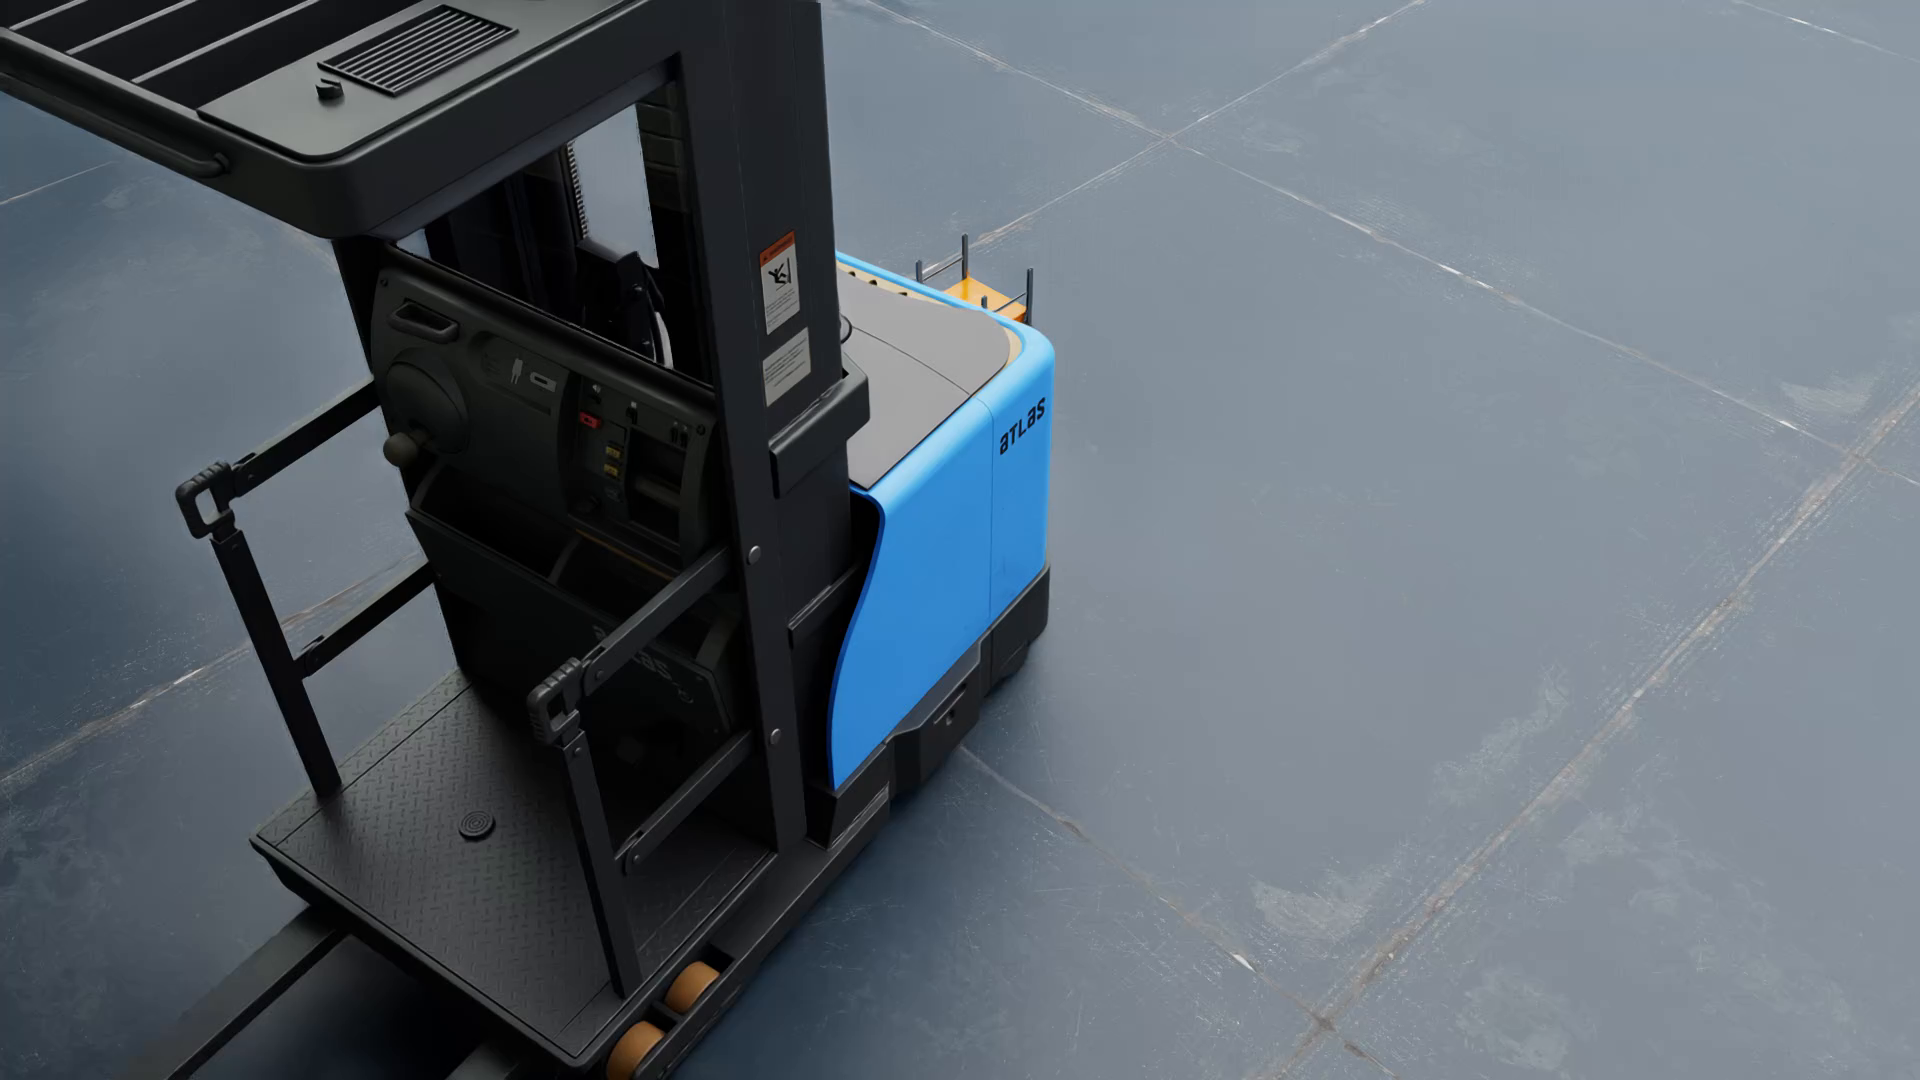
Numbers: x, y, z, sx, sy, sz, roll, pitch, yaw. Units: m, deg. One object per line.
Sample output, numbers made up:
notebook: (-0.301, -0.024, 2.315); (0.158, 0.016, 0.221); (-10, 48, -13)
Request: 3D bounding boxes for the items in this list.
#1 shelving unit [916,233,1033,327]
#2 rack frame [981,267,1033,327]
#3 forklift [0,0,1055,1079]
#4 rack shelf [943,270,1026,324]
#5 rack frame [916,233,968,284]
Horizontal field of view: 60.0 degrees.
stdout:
shelving unit: (0.039, -0.362, 4.868); (0.252, 1.050, 0.215); (33, 52, 30)
rack frame: (0.127, -0.304, 4.806); (0.008, 1.050, 0.200); (33, 52, 30)
forklift: (-0.988, -0.167, 3.271); (1.130, 2.935, 3.031); (25, 48, 24)
rack shelf: (0.039, -0.562, 4.682); (0.240, 0.259, 0.215); (33, 52, 30)
rack frame: (-0.049, -0.419, 4.930); (0.008, 1.050, 0.200); (33, 52, 30)
